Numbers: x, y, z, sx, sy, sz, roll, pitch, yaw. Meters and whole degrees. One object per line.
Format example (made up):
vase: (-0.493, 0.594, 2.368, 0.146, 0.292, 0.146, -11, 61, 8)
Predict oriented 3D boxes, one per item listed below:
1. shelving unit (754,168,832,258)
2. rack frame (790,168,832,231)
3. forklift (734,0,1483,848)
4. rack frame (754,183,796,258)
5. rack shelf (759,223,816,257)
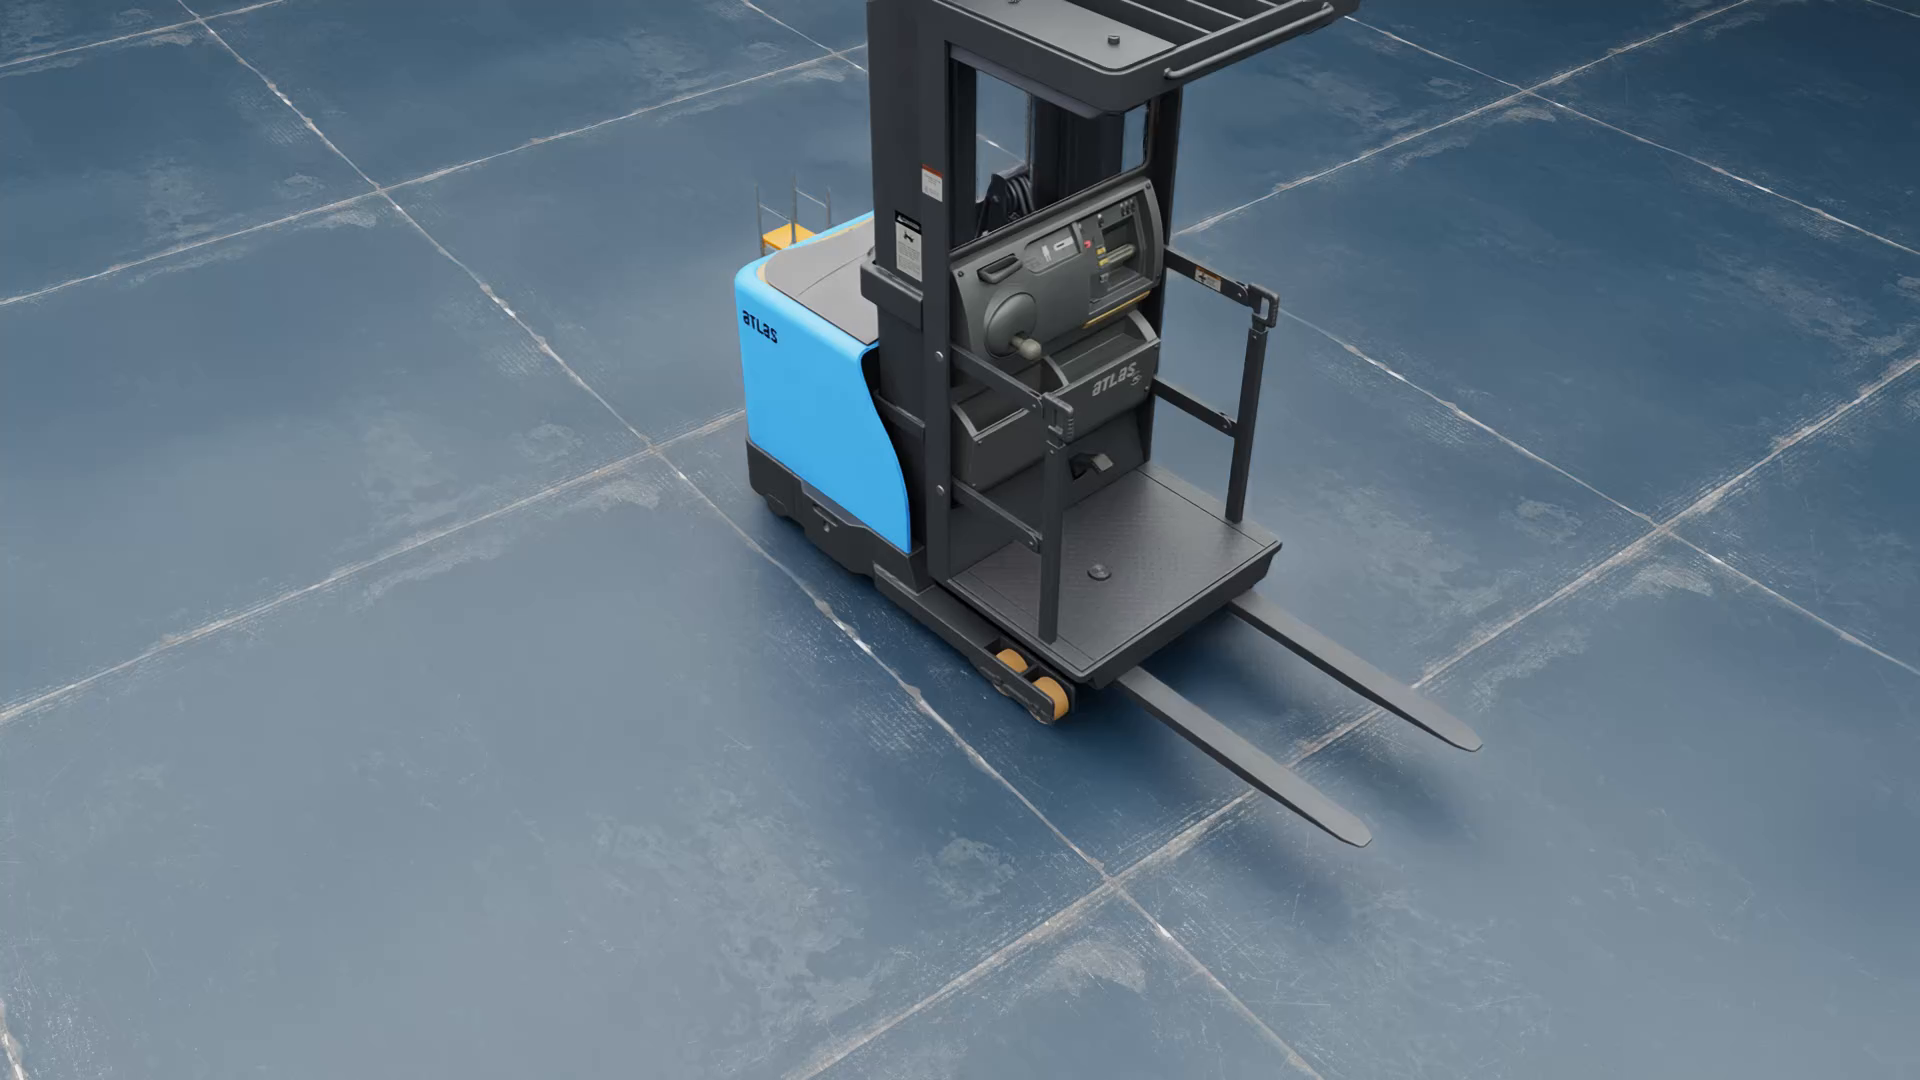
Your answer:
shelving unit: (-0.664, -0.934, 6.943, 0.189, 1.200, 0.258, -31, 49, -32)
rack frame: (-0.598, -0.975, 6.992, 0.006, 1.200, 0.240, -31, 49, -32)
forklift: (0.488, -0.846, 5.471, 1.130, 2.935, 3.031, -30, 48, -31)
rack frame: (-0.730, -0.894, 6.894, 0.006, 1.200, 0.240, -31, 49, -32)
rack shelf: (-0.664, -1.178, 6.743, 0.180, 0.103, 0.258, -31, 49, -32)
